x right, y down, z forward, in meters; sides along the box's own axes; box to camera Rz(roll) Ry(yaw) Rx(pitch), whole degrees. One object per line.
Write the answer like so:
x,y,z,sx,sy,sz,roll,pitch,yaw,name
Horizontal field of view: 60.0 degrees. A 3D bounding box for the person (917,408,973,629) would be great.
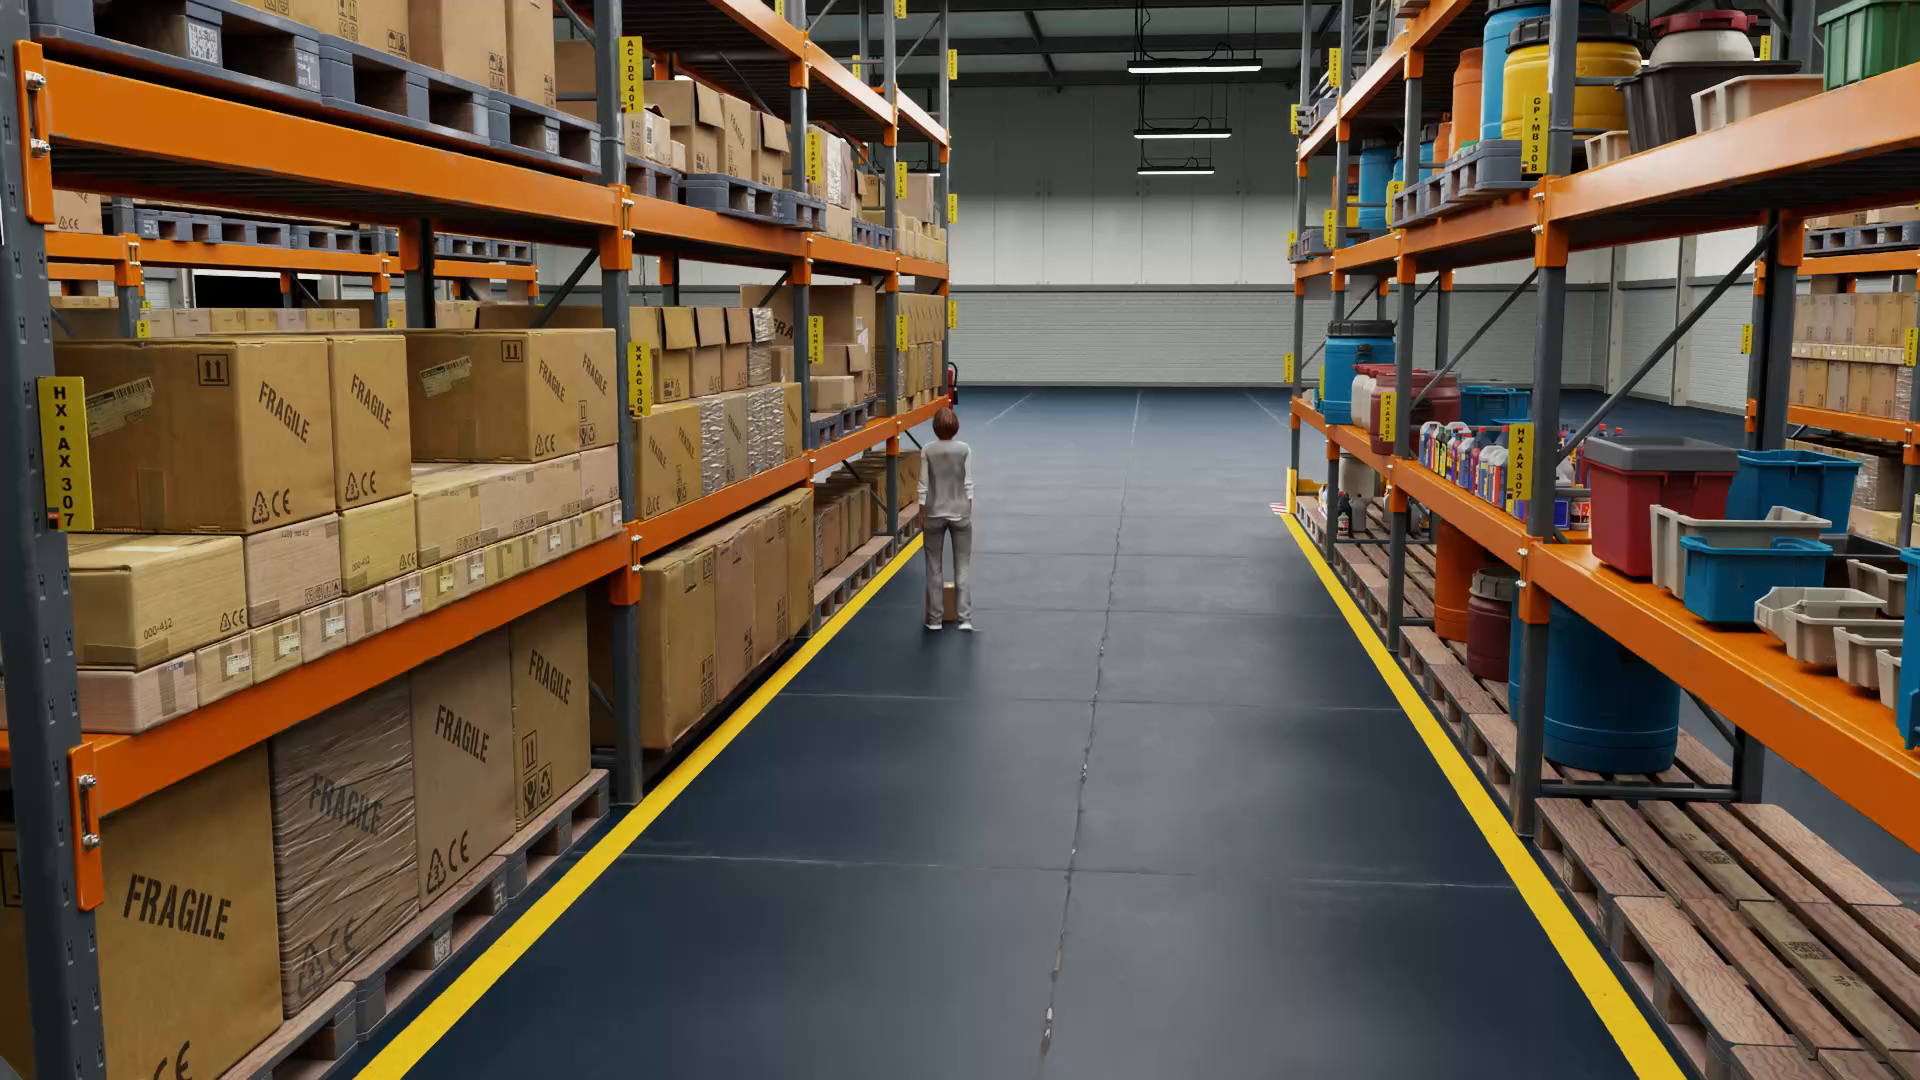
-0.108,-0.138,11.927,0.407,1.609,0.310,0,8,-4,person
